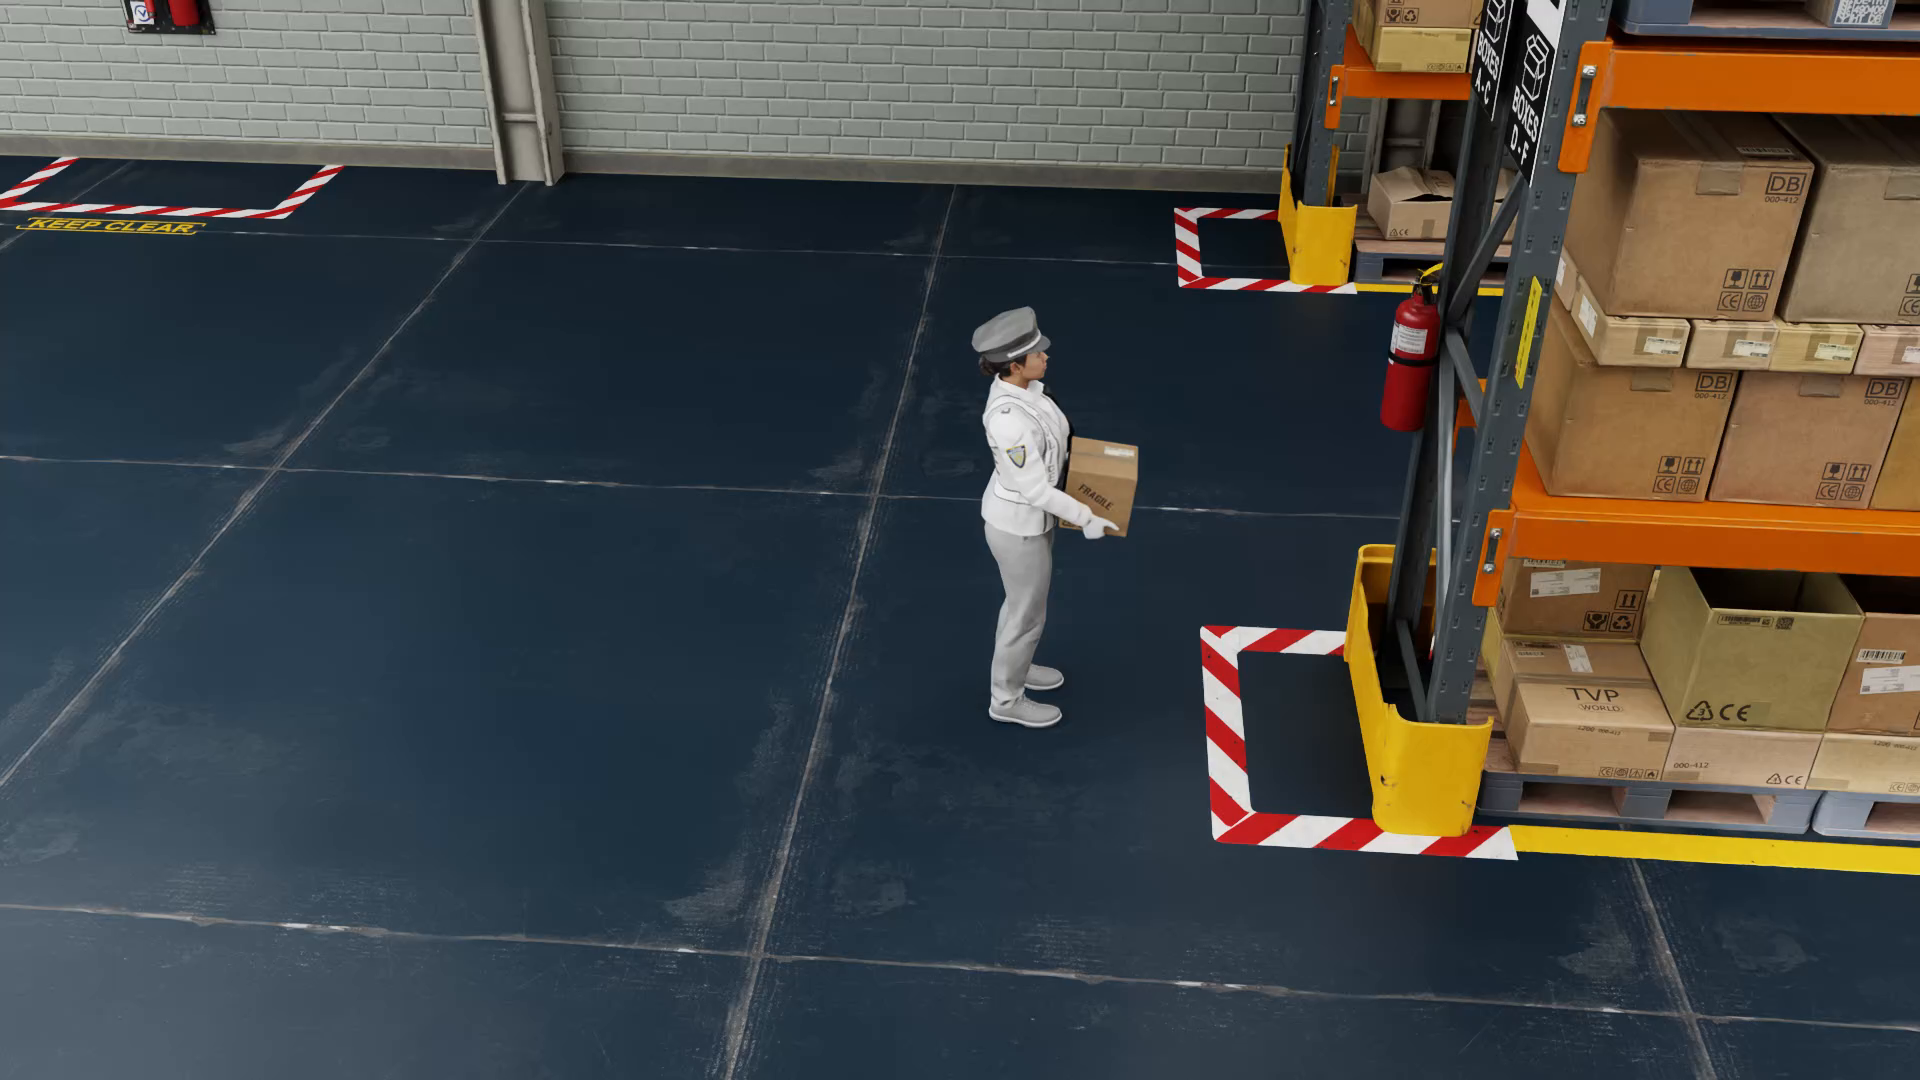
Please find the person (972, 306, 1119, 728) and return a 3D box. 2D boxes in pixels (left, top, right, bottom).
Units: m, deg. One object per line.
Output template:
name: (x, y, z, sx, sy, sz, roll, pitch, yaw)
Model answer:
person: (0.316, -0.068, 6.225, 0.554, 1.687, 0.459, 3, 32, 5)
